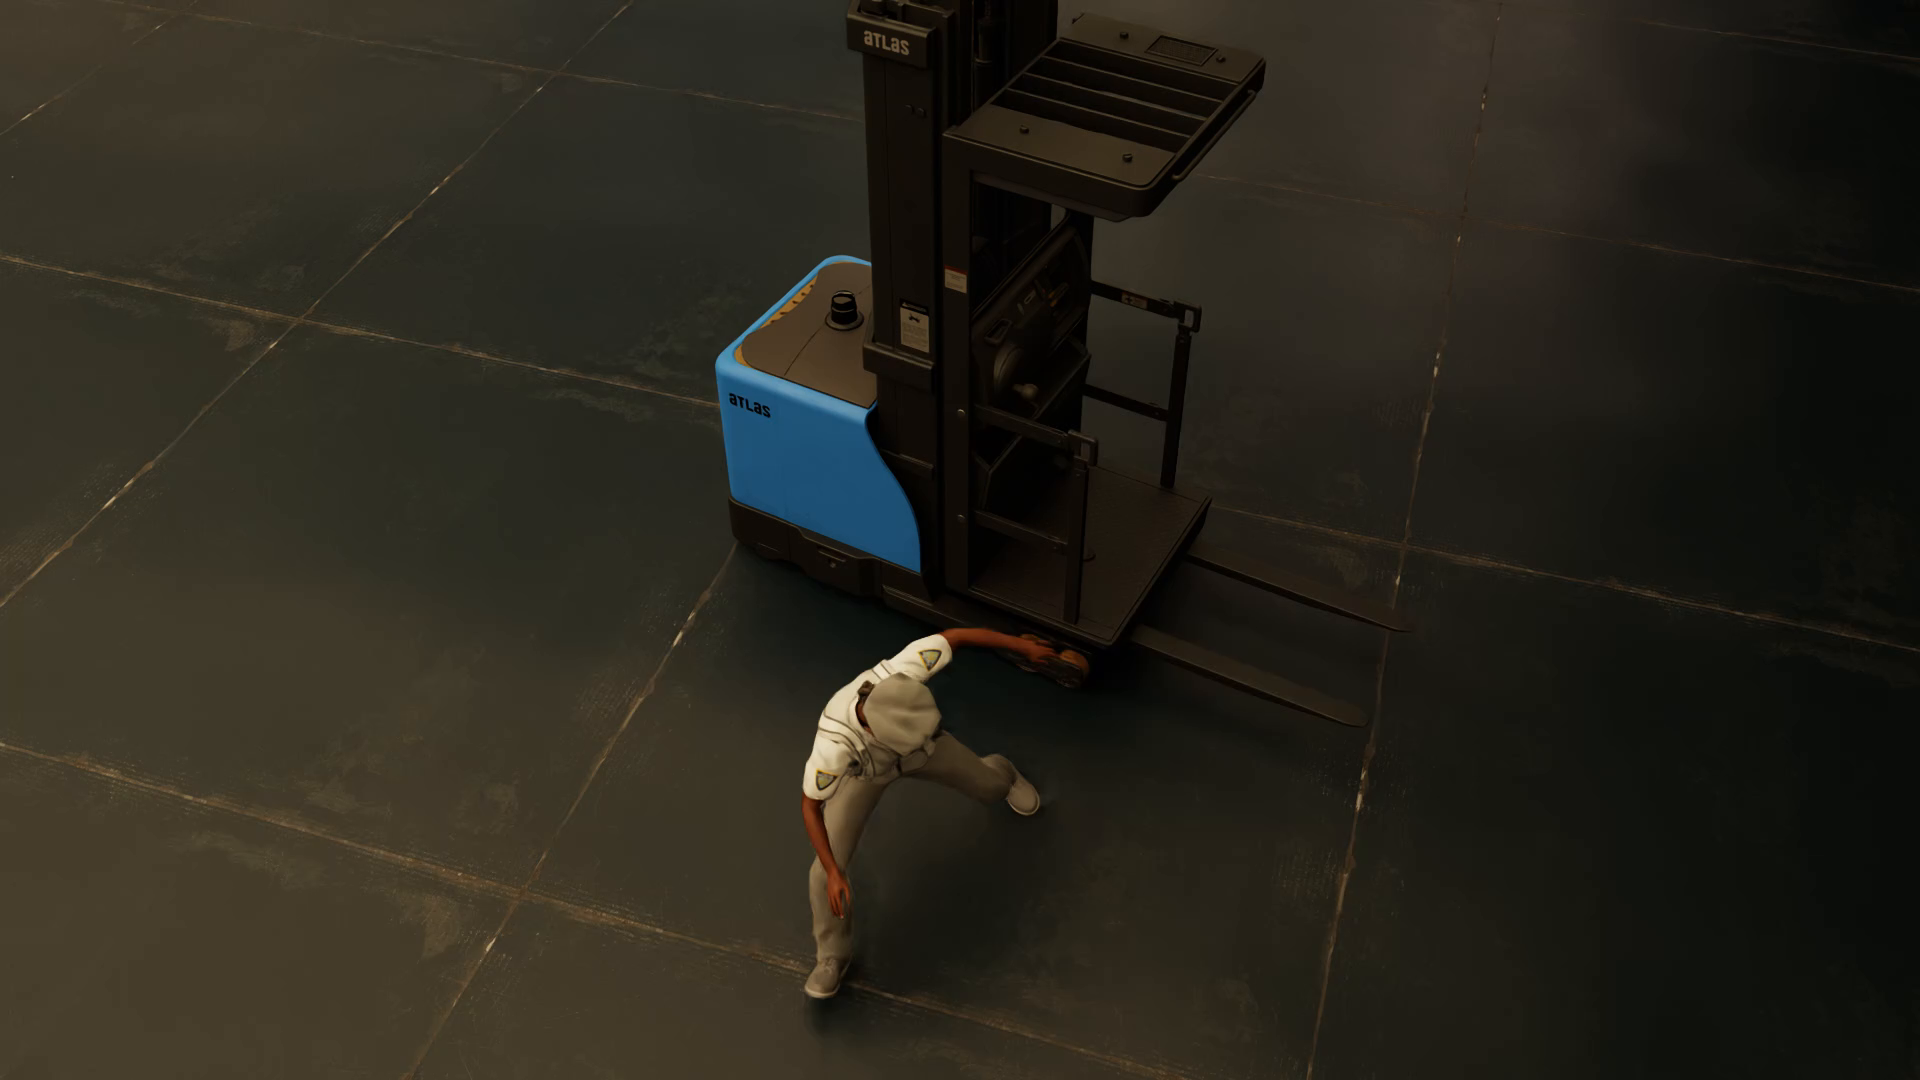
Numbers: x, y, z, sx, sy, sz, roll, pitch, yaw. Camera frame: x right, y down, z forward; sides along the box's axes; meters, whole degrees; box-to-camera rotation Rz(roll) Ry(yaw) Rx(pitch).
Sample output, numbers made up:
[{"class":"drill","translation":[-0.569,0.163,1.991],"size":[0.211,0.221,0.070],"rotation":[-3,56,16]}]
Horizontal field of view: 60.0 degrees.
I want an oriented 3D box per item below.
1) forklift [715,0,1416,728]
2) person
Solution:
[{"class":"forklift","translation":[0.472,-0.854,6.607],"size":[3.031,2.935,1.130],"rotation":[21,47,21]},{"class":"person","translation":[-0.152,0.842,5.938],"size":[1.185,1.382,0.720],"rotation":[-19,46,-19]}]
